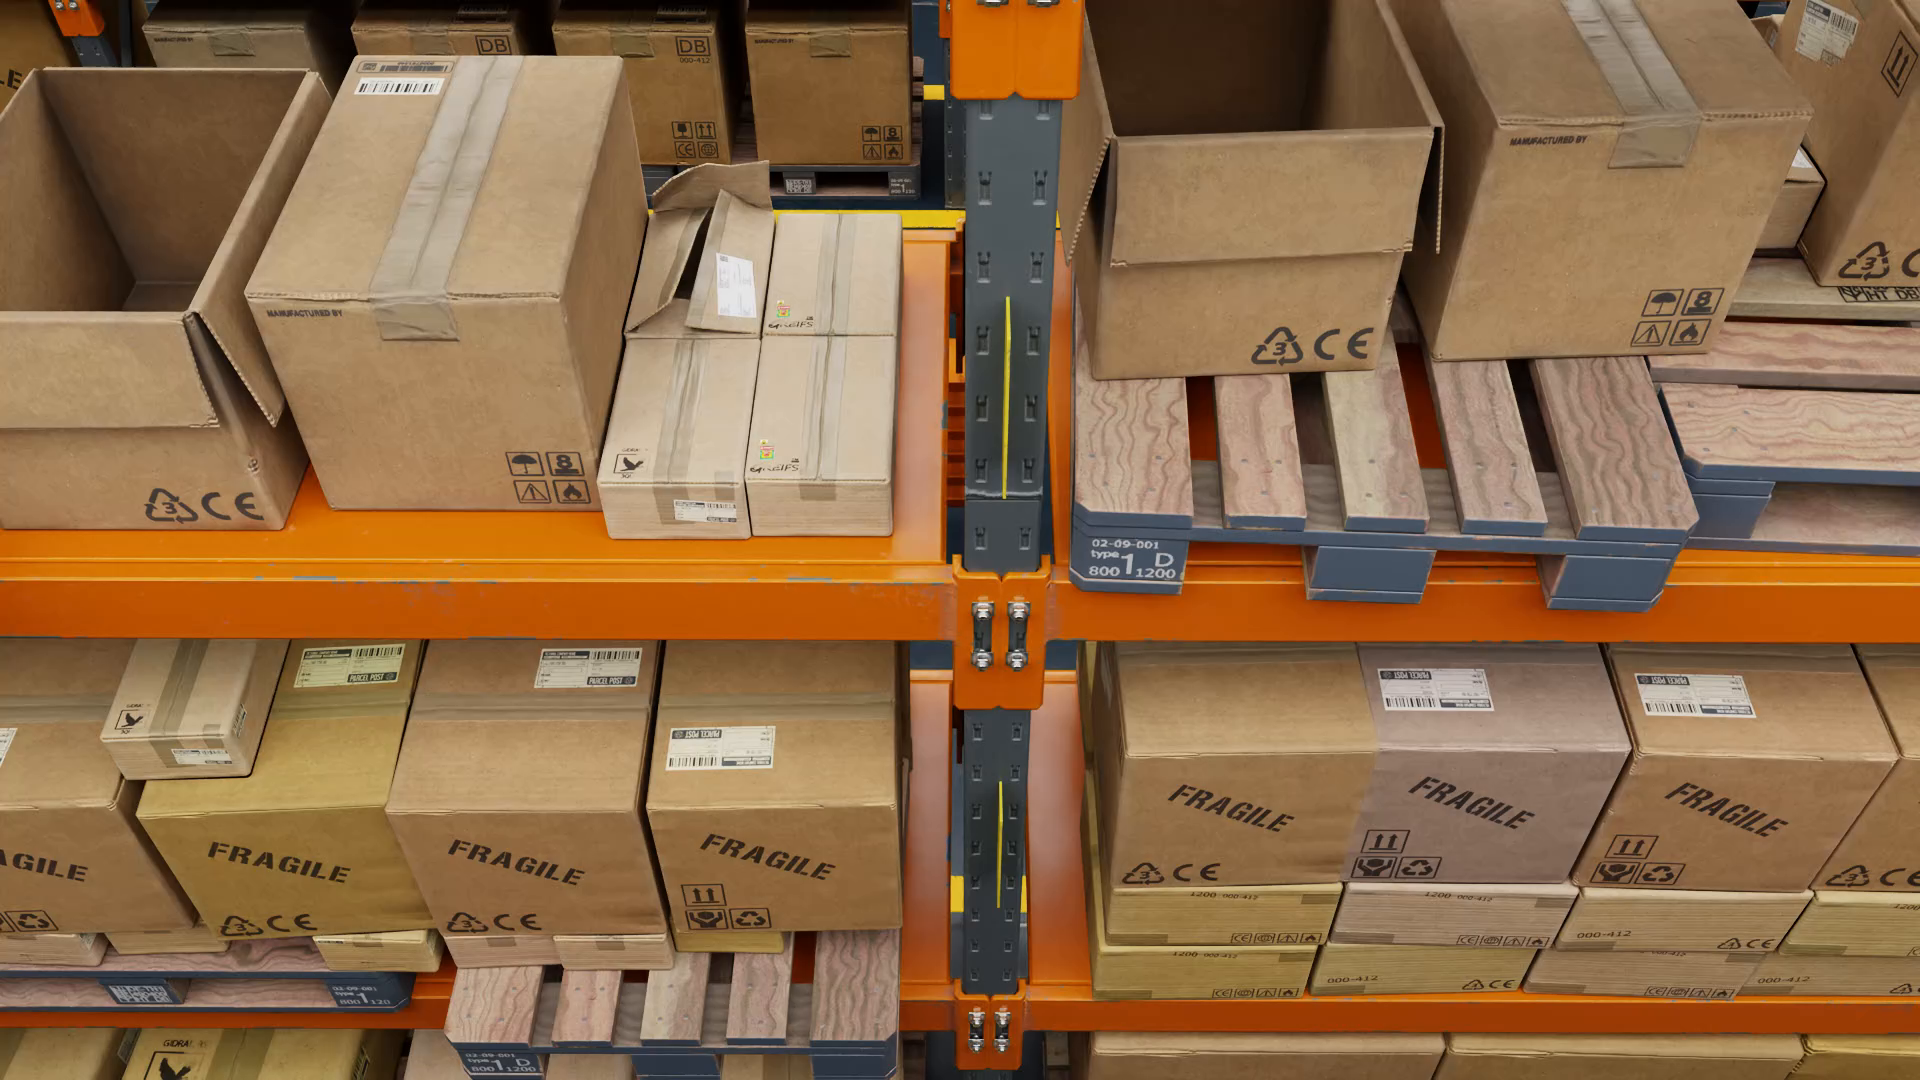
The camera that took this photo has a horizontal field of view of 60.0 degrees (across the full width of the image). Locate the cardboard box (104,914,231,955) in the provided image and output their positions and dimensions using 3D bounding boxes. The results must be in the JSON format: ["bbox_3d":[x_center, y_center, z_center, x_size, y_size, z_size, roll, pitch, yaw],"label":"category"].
[{"bbox_3d":[-1.805,0.759,3.879,0.250,0.149,0.380,-1,47,-1],"label":"cardboard box"}]

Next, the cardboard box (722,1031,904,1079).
[{"bbox_3d":[-0.492,1.335,4.966,0.625,0.372,0.950,-3,47,-3],"label":"cardboard box"}]

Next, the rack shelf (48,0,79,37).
[{"bbox_3d":[-6.010,-2.803,7.801,4.000,0.370,1.077,0,47,0],"label":"rack shelf"}]

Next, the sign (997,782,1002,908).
[{"bbox_3d":[0.080,0.621,3.385,0.005,0.325,0.100,0,47,0],"label":"sign"}]

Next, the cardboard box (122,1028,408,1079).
[{"bbox_3d":[-1.988,1.333,4.969,0.625,0.372,0.950,2,47,1],"label":"cardboard box"}]

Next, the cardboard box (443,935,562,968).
[{"bbox_3d":[-1.028,0.783,3.856,0.250,0.149,0.380,-2,47,-2],"label":"cardboard box"}]

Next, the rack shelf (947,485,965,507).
[{"bbox_3d":[-0.014,-0.215,6.519,0.180,0.103,0.258,0,47,0],"label":"rack shelf"}]

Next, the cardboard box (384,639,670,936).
[{"bbox_3d":[-0.900,0.522,3.656,0.500,0.500,0.500,-1,47,0],"label":"cardboard box"}]

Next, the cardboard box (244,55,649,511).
[{"bbox_3d":[-0.875,-0.474,3.025,0.500,0.500,0.700,0,47,0],"label":"cardboard box"}]

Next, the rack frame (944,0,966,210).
[{"bbox_3d":[-0.010,-3.032,7.523,0.127,3.000,1.000,0,47,0],"label":"rack frame"}]

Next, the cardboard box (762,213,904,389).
[{"bbox_3d":[-0.241,-0.470,3.261,0.250,0.149,0.380,0,47,0],"label":"cardboard box"}]

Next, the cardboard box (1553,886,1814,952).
[{"bbox_3d":[1.594,0.667,3.841,0.500,0.250,0.500,0,47,0],"label":"cardboard box"}]

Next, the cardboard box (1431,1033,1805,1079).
[{"bbox_3d":[1.655,1.241,4.711,0.875,0.875,0.875,1,47,1],"label":"cardboard box"}]

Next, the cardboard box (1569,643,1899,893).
[{"bbox_3d":[1.579,0.404,3.573,0.500,0.500,0.500,1,47,1],"label":"cardboard box"}]

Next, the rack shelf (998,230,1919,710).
[{"bbox_3d":[2.073,-0.180,3.310,4.000,0.370,1.077,0,47,0],"label":"rack shelf"}]

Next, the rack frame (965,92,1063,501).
[{"bbox_3d":[0.073,-1.452,1.954,0.127,3.000,1.000,0,47,0],"label":"rack frame"}]

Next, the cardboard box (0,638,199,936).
[{"bbox_3d":[-1.950,0.519,3.659,0.500,0.500,0.500,-2,47,-1],"label":"cardboard box"}]

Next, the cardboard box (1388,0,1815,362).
[{"bbox_3d":[1.064,-0.744,2.989,0.500,0.500,0.700,-2,47,-2],"label":"cardboard box"}]

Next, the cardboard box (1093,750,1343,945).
[{"bbox_3d":[0.579,0.655,3.852,0.500,0.250,0.500,0,47,0],"label":"cardboard box"}]

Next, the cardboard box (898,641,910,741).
[{"bbox_3d":[-0.376,0.143,4.010,0.500,0.500,0.500,-1,47,-1],"label":"cardboard box"}]

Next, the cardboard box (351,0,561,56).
[{"bbox_3d":[-2.424,-2.478,8.257,0.750,0.750,1.050,0,47,0],"label":"cardboard box"}]

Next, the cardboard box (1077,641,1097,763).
[{"bbox_3d":[0.558,0.288,4.194,0.500,0.250,0.500,0,47,0],"label":"cardboard box"}]

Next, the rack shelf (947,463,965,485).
[{"bbox_3d":[-0.014,-0.297,6.431,0.180,0.103,0.258,0,47,0],"label":"rack shelf"}]

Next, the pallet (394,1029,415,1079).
[{"bbox_3d":[-1.925,1.533,5.179,1.213,0.211,1.003,0,47,0],"label":"pallet"}]

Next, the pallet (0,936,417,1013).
[{"bbox_3d":[-1.907,0.682,4.197,1.213,0.211,1.003,0,47,0],"label":"pallet"}]

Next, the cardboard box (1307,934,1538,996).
[{"bbox_3d":[1.075,0.817,4.043,0.500,0.250,0.500,-1,47,-1],"label":"cardboard box"}]

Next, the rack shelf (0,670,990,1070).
[{"bbox_3d":[-1.927,0.831,4.418,4.000,0.370,1.077,0,47,0],"label":"rack shelf"}]

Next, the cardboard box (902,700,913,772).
[{"bbox_3d":[-0.251,0.397,4.216,0.250,0.149,0.380,-2,47,-2],"label":"cardboard box"}]

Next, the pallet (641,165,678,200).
[{"bbox_3d":[-2.015,-2.145,8.602,1.213,0.211,1.003,0,47,0],"label":"pallet"}]

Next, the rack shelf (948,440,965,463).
[{"bbox_3d":[-0.014,-0.379,6.343,0.180,0.103,0.258,0,47,0],"label":"rack shelf"}]

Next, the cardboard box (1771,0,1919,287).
[{"bbox_3d":[1.837,-0.815,3.055,0.500,0.500,0.500,1,47,1],"label":"cardboard box"}]

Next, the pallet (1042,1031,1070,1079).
[{"bbox_3d":[0.861,1.599,5.117,1.213,0.211,1.003,0,47,0],"label":"pallet"}]

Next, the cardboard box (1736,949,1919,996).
[{"bbox_3d":[2.093,0.821,4.039,0.500,0.250,0.500,0,47,0],"label":"cardboard box"}]

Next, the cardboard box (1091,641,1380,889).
[{"bbox_3d":[0.565,0.397,3.580,0.500,0.500,0.500,-1,47,-1],"label":"cardboard box"}]

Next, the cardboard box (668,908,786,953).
[{"bbox_3d":[-0.524,0.758,3.880,0.250,0.149,0.380,1,47,1],"label":"cardboard box"}]

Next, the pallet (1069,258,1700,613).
[{"bbox_3d":[0.717,-0.403,3.156,1.003,0.211,1.213,2,47,2],"label":"pallet"}]

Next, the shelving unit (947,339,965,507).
[{"bbox_3d":[-0.014,-0.409,6.311,0.189,1.200,0.258,0,47,0],"label":"shelving unit"}]

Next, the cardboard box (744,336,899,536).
[{"bbox_3d":[-0.243,-0.192,3.002,0.250,0.149,0.380,0,47,0],"label":"cardboard box"}]

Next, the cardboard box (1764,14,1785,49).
[{"bbox_3d":[4.307,-2.526,8.509,0.250,0.149,0.380,1,47,1],"label":"cardboard box"}]

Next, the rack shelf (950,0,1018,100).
[{"bbox_3d":[-1.927,-1.076,2.369,4.000,0.370,1.077,0,47,0],"label":"rack shelf"}]

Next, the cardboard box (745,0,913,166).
[{"bbox_3d":[-0.618,-2.476,8.255,0.750,0.750,1.050,0,47,0],"label":"cardboard box"}]
